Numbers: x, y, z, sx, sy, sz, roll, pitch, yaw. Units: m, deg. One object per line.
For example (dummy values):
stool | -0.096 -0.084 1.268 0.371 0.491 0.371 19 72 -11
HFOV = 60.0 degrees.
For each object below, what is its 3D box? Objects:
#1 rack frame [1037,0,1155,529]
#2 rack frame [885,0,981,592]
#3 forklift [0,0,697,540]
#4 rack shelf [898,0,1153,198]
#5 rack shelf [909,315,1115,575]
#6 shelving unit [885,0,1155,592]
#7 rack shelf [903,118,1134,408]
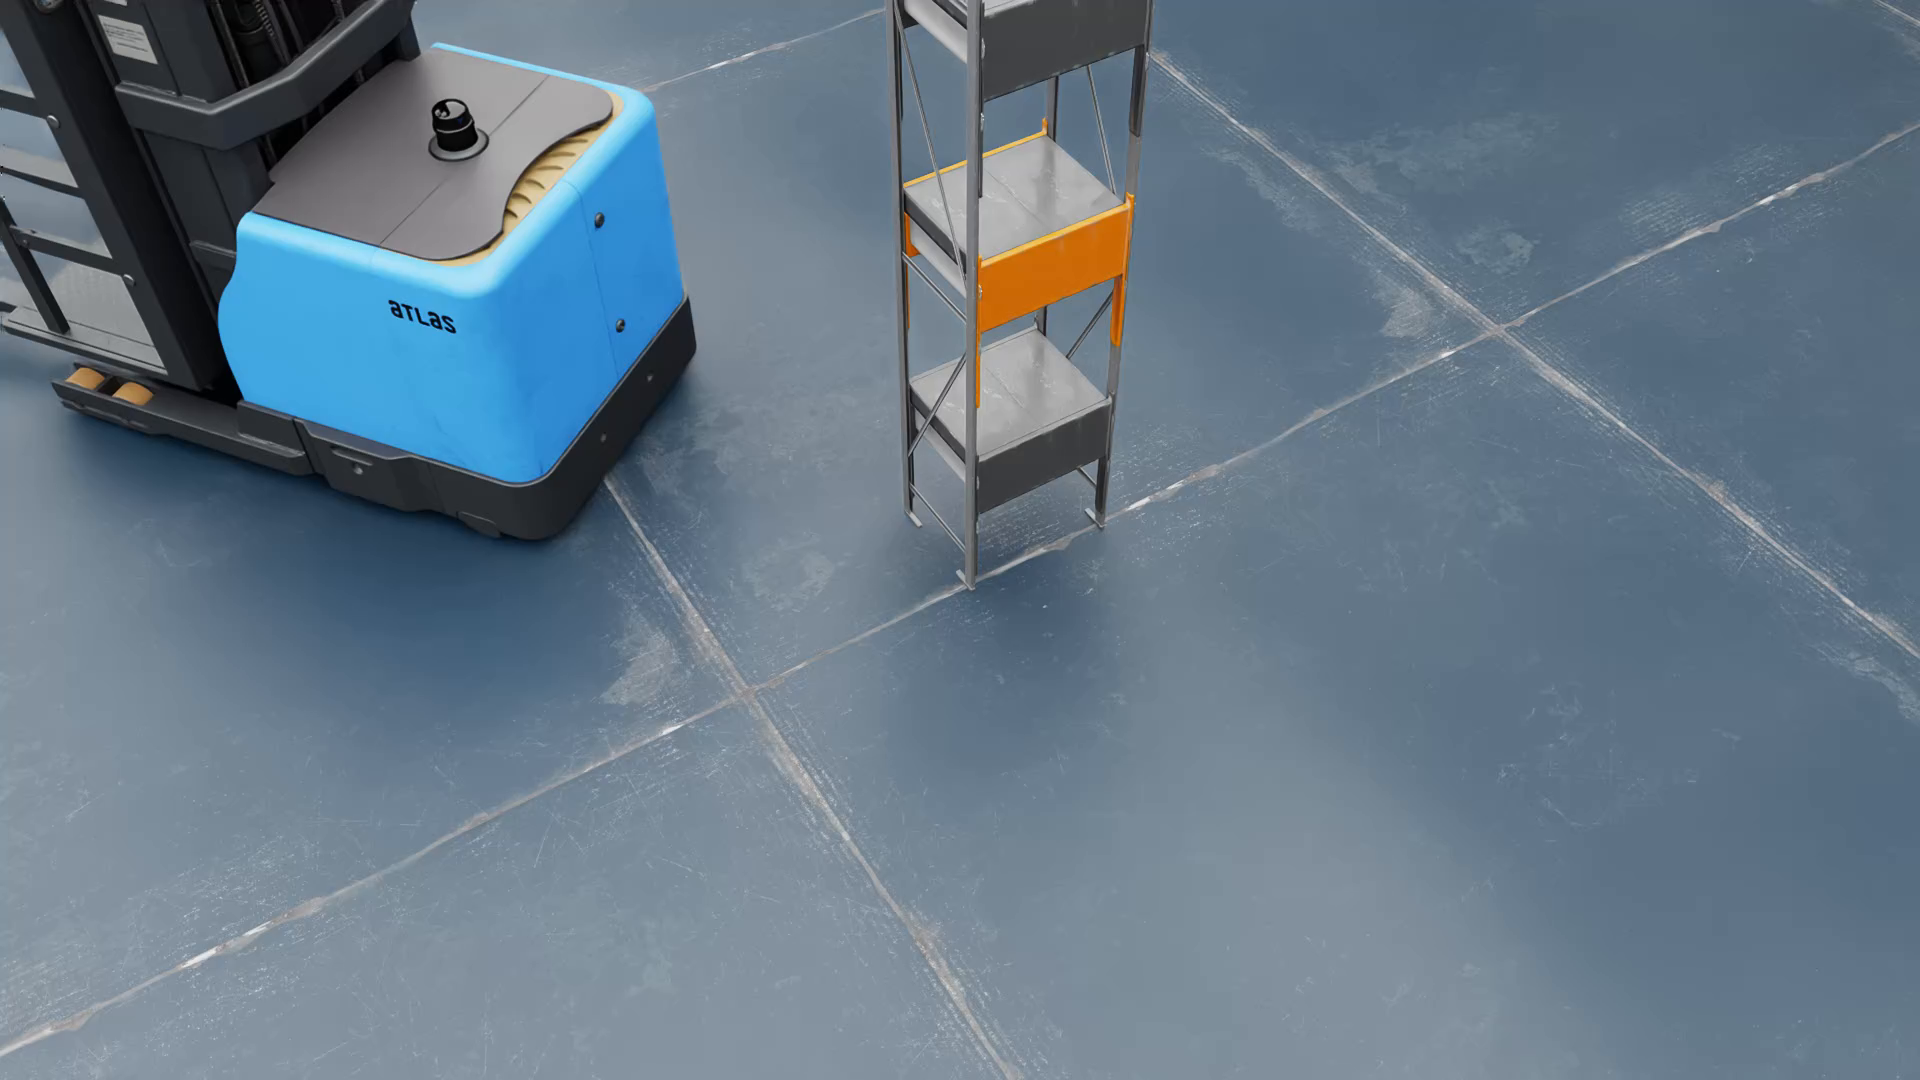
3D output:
rack frame | 0.346 -0.861 4.611 0.015 2.100 0.400 -25 53 -21
rack frame | -0.066 -0.667 4.438 0.015 2.100 0.400 -25 53 -21
forklift | -2.479 -1.686 4.789 3.031 2.935 1.130 17 50 14
rack shelf | 0.140 -1.221 4.012 0.480 0.518 0.431 -25 53 -21
rack shelf | 0.140 -0.290 5.058 0.480 0.518 0.431 -25 53 -21
shelving unit | 0.140 -0.764 4.525 0.503 2.100 0.431 -25 53 -21
rack shelf | 0.140 -0.755 4.535 0.480 0.518 0.431 -25 53 -21
